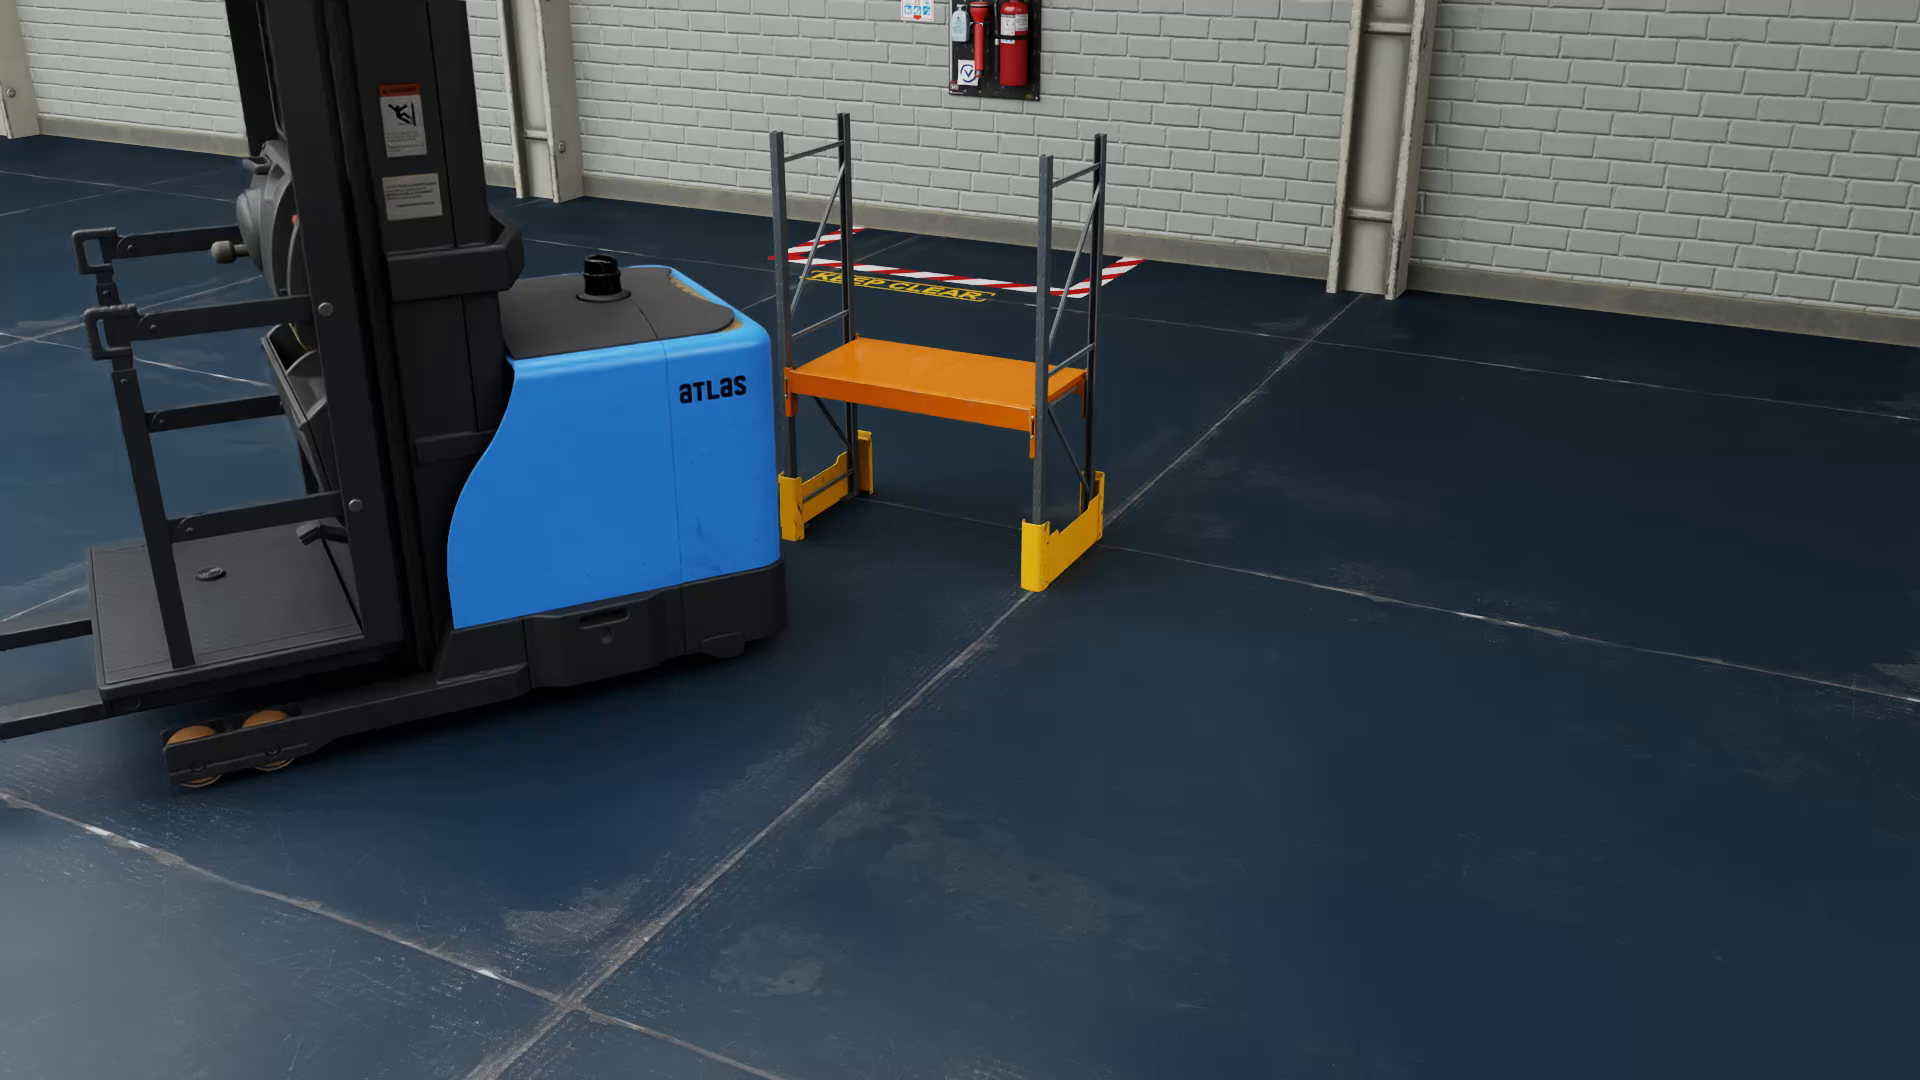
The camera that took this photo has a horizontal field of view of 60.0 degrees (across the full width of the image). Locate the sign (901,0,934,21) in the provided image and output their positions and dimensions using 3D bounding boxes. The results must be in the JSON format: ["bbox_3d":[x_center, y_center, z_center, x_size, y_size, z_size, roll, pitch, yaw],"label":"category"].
[{"bbox_3d":[-0.270,-3.435,10.449,0.234,0.329,0.001,11,25,25],"label":"sign"}]

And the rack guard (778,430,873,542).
[{"bbox_3d":[-0.512,-0.216,6.440,0.087,0.250,0.587,11,25,25],"label":"rack guard"}]

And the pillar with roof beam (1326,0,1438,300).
[{"bbox_3d":[0.423,-4.092,4.375,0.400,9.000,9.100,11,25,25],"label":"pillar with roof beam"}]

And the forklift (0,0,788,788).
[{"bbox_3d":[-2.109,-0.896,4.612,3.031,2.935,1.130,-12,26,-25],"label":"forklift"}]

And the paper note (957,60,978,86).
[{"bbox_3d":[0.050,-2.935,10.444,0.142,0.148,0.016,11,25,25],"label":"paper note"}]

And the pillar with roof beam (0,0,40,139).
[{"bbox_3d":[-10.286,-6.211,9.357,0.400,9.000,9.100,11,25,25],"label":"pillar with roof beam"}]

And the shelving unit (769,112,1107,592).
[{"bbox_3d":[-0.068,-0.704,5.988,1.083,1.500,0.587,11,25,25],"label":"shelving unit"}]

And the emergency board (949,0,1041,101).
[{"bbox_3d":[0.177,-3.285,10.142,0.643,1.169,0.194,11,25,25],"label":"emergency board"}]

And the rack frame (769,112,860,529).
[{"bbox_3d":[-0.530,-0.795,6.203,0.032,1.500,0.500,11,25,25],"label":"rack frame"}]

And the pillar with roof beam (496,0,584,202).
[{"bbox_3d":[-4.932,-5.152,6.866,0.400,9.000,9.100,11,25,25],"label":"pillar with roof beam"}]

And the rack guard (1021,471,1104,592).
[{"bbox_3d":[0.376,-0.041,6.026,0.087,0.250,0.587,11,25,25],"label":"rack guard"}]

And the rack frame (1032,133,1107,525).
[{"bbox_3d":[0.378,-0.615,5.781,0.032,1.500,0.500,11,25,25],"label":"rack frame"}]

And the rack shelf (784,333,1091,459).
[{"bbox_3d":[-0.076,-0.540,6.062,1.000,0.185,0.538,11,25,25],"label":"rack shelf"}]
